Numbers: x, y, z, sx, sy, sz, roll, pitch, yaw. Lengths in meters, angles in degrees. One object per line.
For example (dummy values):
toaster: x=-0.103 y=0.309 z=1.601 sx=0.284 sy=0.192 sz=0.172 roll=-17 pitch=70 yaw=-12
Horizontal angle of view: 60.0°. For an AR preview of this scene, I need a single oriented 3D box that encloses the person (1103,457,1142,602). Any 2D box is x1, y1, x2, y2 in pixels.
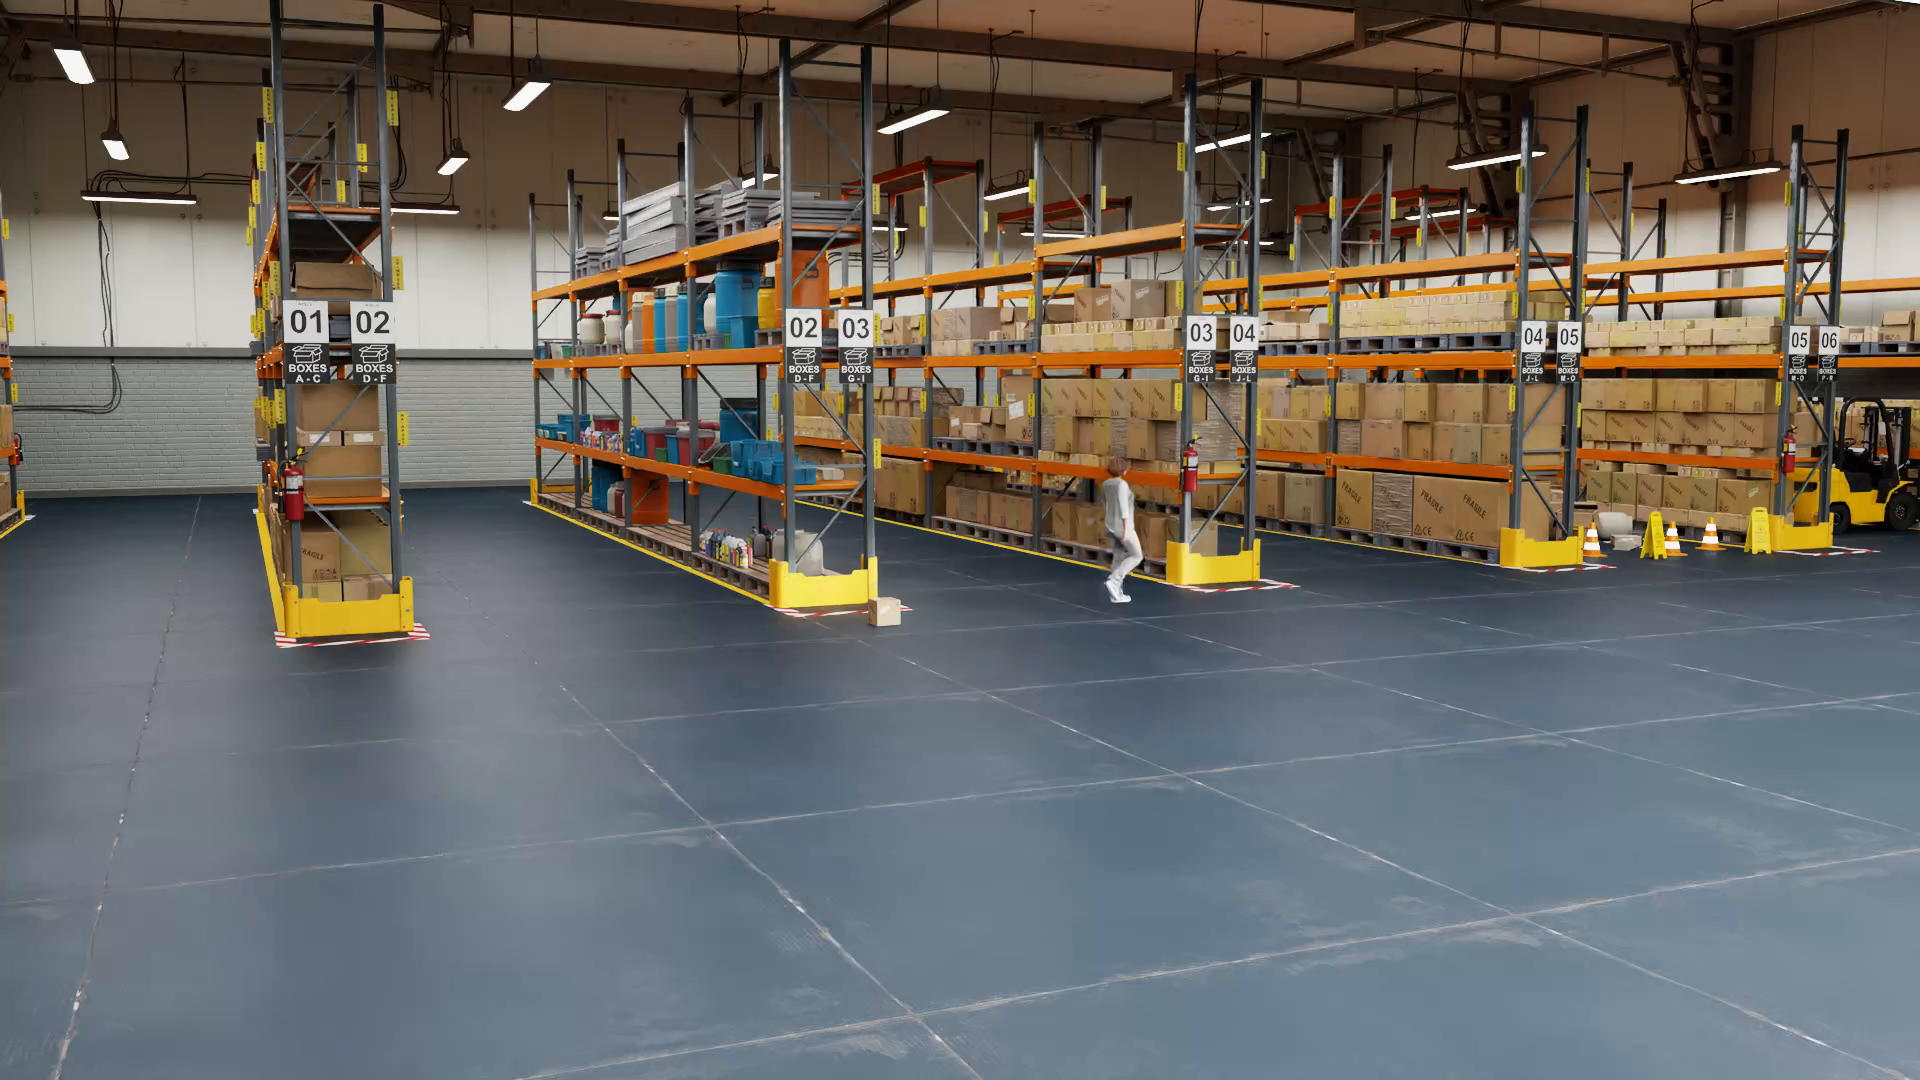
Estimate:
person: x=1.725 y=-0.099 z=18.054 sx=0.447 sy=1.575 sz=0.414 roll=-3 pitch=7 yaw=-31
